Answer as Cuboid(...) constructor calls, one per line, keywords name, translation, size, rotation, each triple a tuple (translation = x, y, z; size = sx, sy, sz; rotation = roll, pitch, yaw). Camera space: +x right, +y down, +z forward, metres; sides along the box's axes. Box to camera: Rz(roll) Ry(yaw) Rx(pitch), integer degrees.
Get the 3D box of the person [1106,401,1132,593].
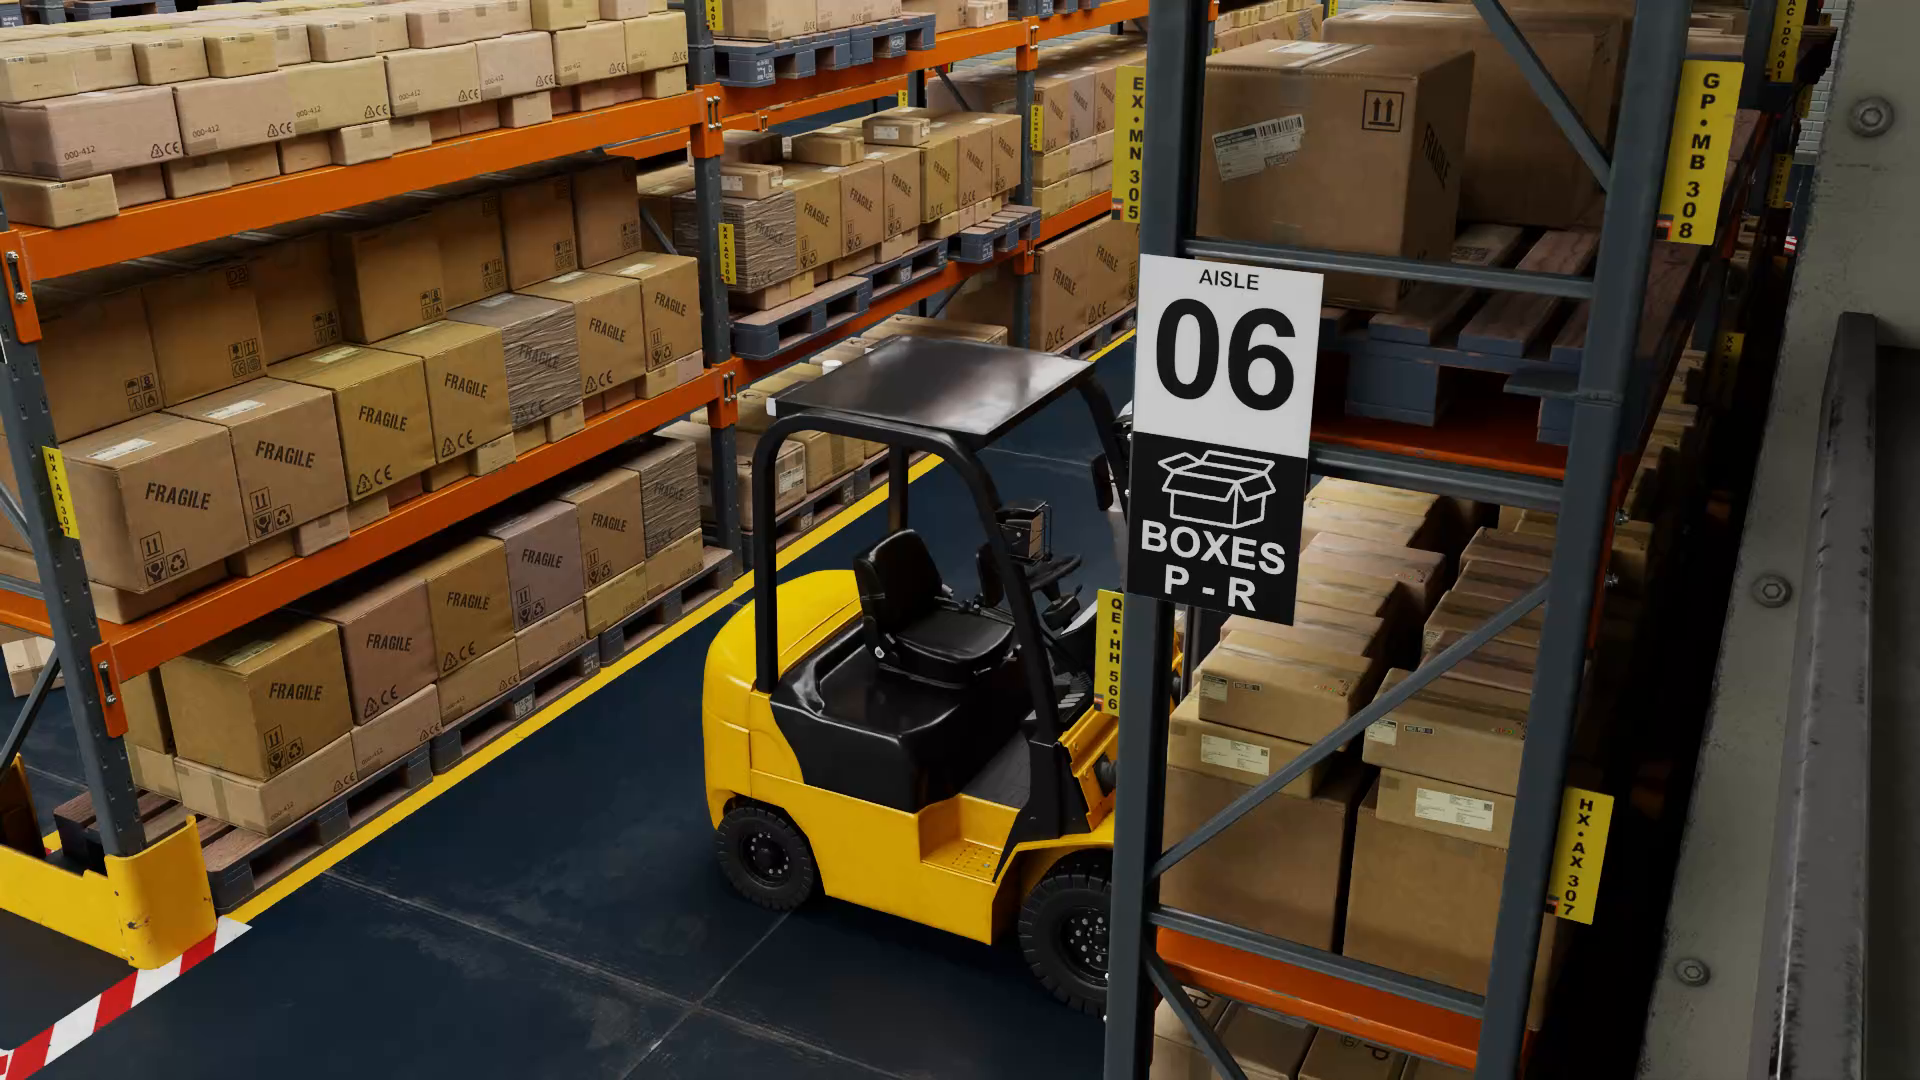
Cuboid(name="person", translation=(0.956, -0.143, 8.507), size=(0.417, 1.658, 0.518), rotation=(11, 25, 24))
